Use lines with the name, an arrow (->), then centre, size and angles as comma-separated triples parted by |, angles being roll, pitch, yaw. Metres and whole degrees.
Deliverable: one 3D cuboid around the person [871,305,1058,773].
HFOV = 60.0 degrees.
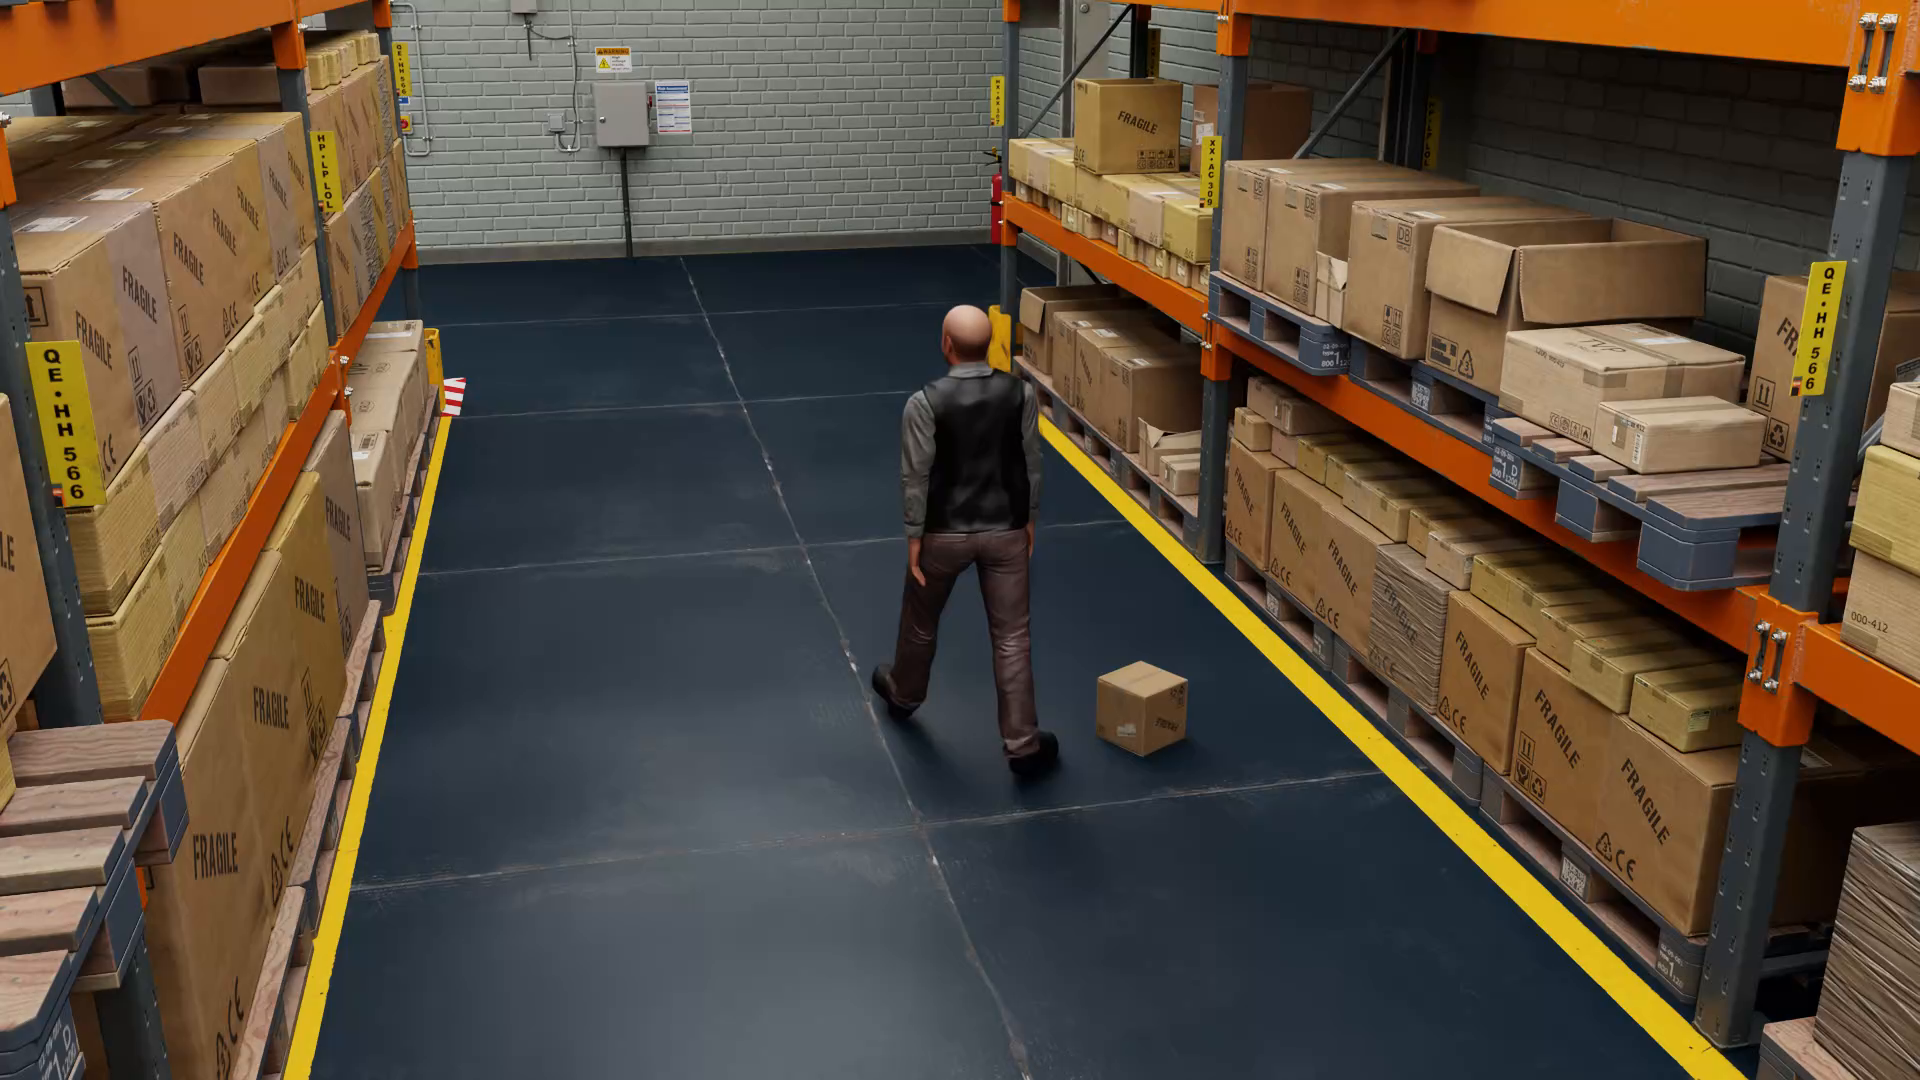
person -> 0.020, 0.002, 6.241 | 0.616, 1.598, 0.900 | -4, 20, -11
